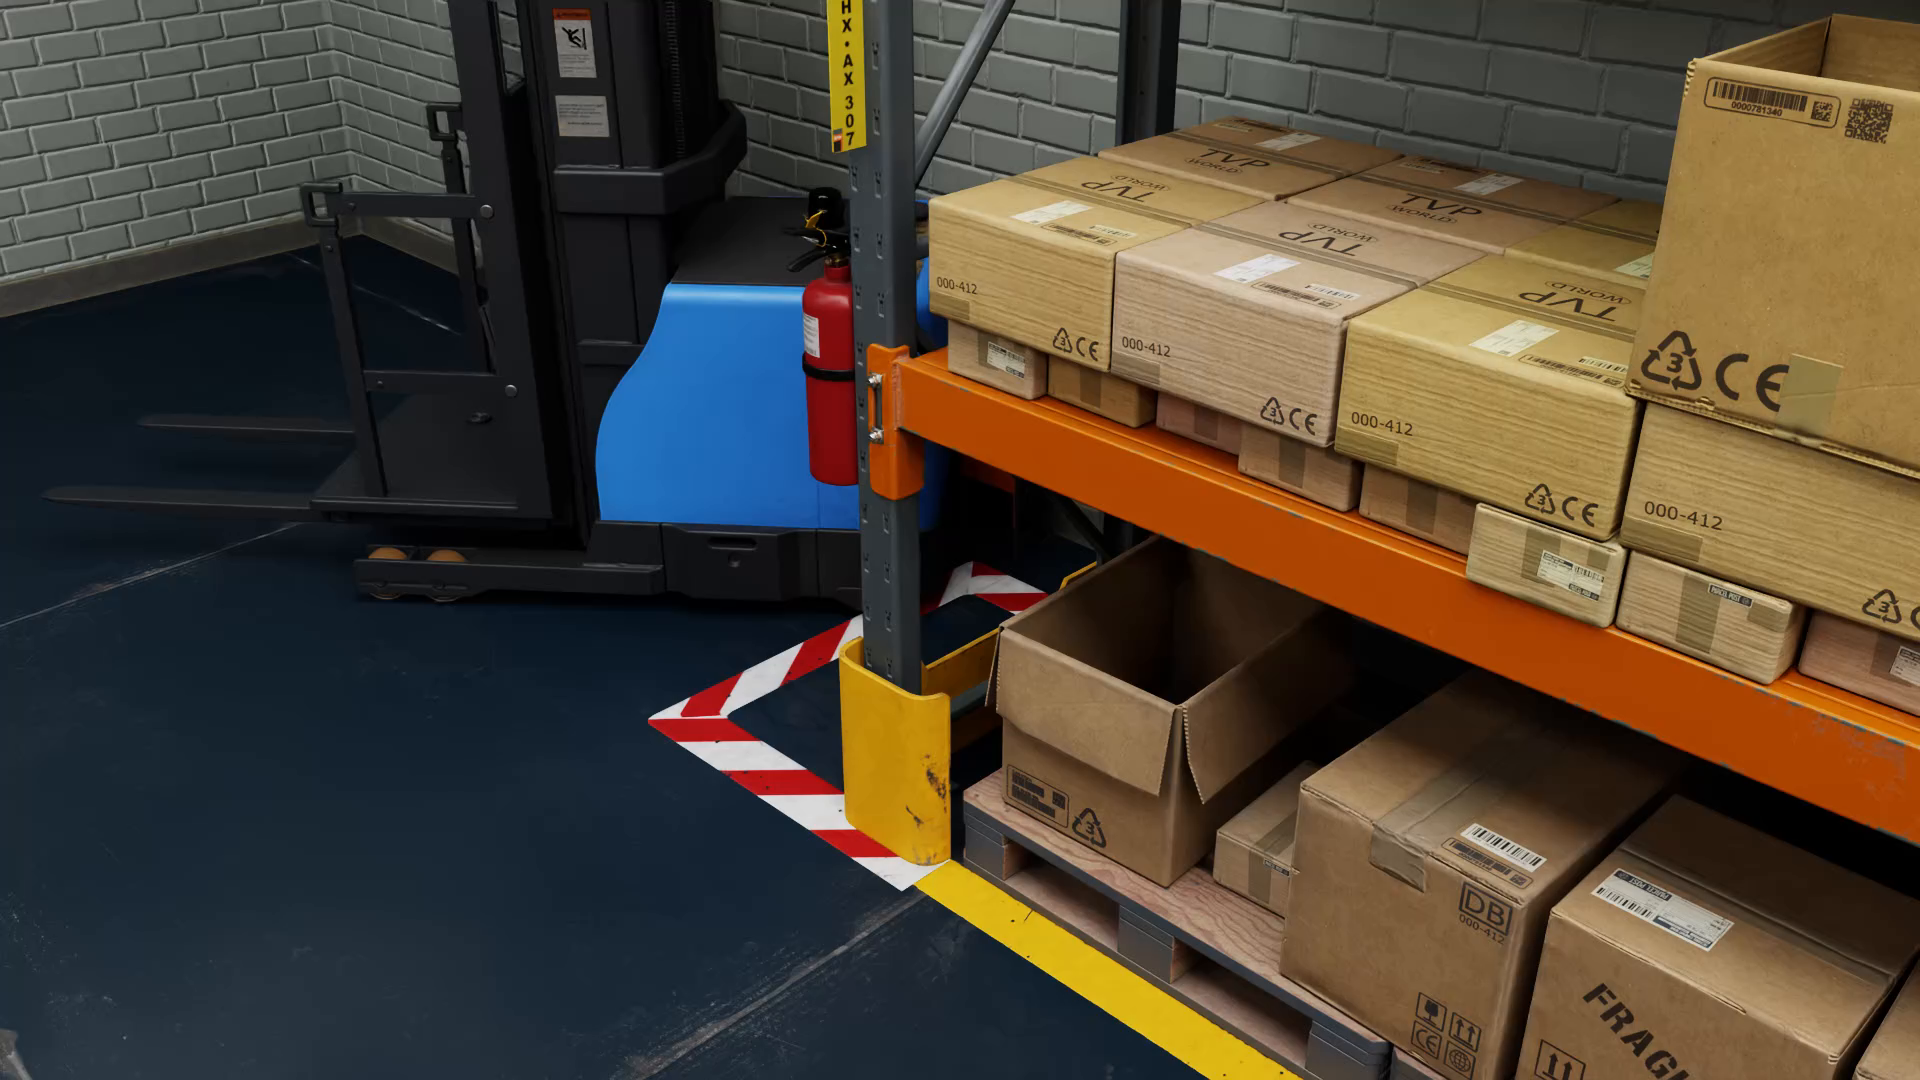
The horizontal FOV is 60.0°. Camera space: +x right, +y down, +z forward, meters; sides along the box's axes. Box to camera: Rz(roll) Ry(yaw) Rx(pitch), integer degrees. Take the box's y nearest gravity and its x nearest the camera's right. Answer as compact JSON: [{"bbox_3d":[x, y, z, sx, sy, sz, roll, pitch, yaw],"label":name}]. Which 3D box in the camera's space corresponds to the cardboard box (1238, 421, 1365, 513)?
[{"bbox_3d":[0.754,-0.214,3.204,0.380,0.149,0.250,-24,36,-38],"label":"cardboard box"}]

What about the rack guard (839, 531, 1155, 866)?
[{"bbox_3d":[0.203,0.363,4.523,0.348,0.500,1.175,25,36,38],"label":"rack guard"}]

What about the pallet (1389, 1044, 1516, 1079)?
[{"bbox_3d":[1.638,1.149,3.339,1.213,0.211,1.003,25,36,38],"label":"pallet"}]

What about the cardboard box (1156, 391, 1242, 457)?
[{"bbox_3d":[0.617,-0.317,3.400,0.250,0.149,0.380,24,36,38],"label":"cardboard box"}]

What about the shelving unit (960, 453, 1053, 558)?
[{"bbox_3d":[0.160,-0.478,5.531,0.252,1.050,0.215,23,35,36],"label":"shelving unit"}]

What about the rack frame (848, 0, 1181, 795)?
[{"bbox_3d":[0.149,-0.768,3.988,0.127,3.000,1.000,25,36,38],"label":"rack frame"}]

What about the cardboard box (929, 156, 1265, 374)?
[{"bbox_3d":[0.284,-0.596,3.502,0.500,0.250,0.500,25,37,39],"label":"cardboard box"}]

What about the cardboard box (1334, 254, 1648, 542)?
[{"bbox_3d":[1.007,-0.267,2.877,0.500,0.250,0.500,24,36,37],"label":"cardboard box"}]

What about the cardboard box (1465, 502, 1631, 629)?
[{"bbox_3d":[1.075,-0.022,2.839,0.250,0.149,0.380,23,36,37],"label":"cardboard box"}]

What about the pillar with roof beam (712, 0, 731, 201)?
[{"bbox_3d":[-4.160,-3.174,2.117,0.400,9.000,9.100,25,36,38],"label":"pillar with roof beam"}]

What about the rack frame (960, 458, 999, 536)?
[{"bbox_3d":[0.069,-0.516,5.603,0.008,1.050,0.200,23,35,36],"label":"rack frame"}]

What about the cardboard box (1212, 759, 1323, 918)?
[{"bbox_3d":[0.794,0.690,3.826,0.250,0.149,0.380,23,35,37],"label":"cardboard box"}]

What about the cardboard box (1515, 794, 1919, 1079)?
[{"bbox_3d":[1.408,0.881,3.087,0.500,0.500,0.500,-24,36,-38],"label":"cardboard box"}]

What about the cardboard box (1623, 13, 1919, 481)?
[{"bbox_3d":[1.353,-0.439,2.397,0.500,0.500,0.500,-24,36,-38],"label":"cardboard box"}]

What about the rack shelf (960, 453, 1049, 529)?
[{"bbox_3d":[0.160,-0.223,5.665,0.240,0.259,0.215,23,35,36],"label":"rack shelf"}]

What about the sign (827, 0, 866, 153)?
[{"bbox_3d":[-0.231,-0.971,3.444,0.005,0.325,0.100,25,36,38],"label":"sign"}]

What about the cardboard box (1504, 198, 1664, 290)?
[{"bbox_3d":[1.380,-0.440,3.205,0.500,0.250,0.500,-24,36,-38],"label":"cardboard box"}]

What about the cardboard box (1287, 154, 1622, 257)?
[{"bbox_3d":[1.030,-0.603,3.515,0.500,0.250,0.500,25,36,39],"label":"cardboard box"}]

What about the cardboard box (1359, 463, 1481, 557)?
[{"bbox_3d":[0.947,-0.129,3.043,0.380,0.149,0.250,-25,36,-38],"label":"cardboard box"}]

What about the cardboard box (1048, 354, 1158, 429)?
[{"bbox_3d":[0.405,-0.391,3.541,0.380,0.149,0.250,-24,36,-38],"label":"cardboard box"}]

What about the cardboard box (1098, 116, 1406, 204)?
[{"bbox_3d":[0.663,-0.772,3.836,0.500,0.250,0.500,-24,36,-38],"label":"cardboard box"}]

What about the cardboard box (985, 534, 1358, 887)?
[{"bbox_3d":[0.519,0.382,4.032,0.637,0.503,0.797,23,35,37],"label":"cardboard box"}]

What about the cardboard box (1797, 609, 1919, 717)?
[{"bbox_3d":[1.509,0.118,2.572,0.250,0.149,0.380,24,36,38],"label":"cardboard box"}]

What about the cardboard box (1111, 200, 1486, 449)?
[{"bbox_3d":[0.643,-0.432,3.189,0.500,0.250,0.500,-25,37,-39],"label":"cardboard box"}]

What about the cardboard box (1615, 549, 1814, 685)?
[{"bbox_3d":[1.277,0.057,2.688,0.380,0.149,0.250,-24,36,-38],"label":"cardboard box"}]

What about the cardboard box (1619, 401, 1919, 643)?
[{"bbox_3d":[1.387,-0.108,2.573,0.500,0.250,0.500,23,36,37],"label":"cardboard box"}]

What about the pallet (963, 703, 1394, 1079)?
[{"bbox_3d":[0.772,0.751,4.096,1.213,0.211,1.003,25,36,38],"label":"pallet"}]

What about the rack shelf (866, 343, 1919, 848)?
[{"bbox_3d":[1.575,0.203,2.914,4.000,0.370,1.077,25,36,38],"label":"rack shelf"}]

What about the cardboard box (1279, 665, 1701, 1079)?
[{"bbox_3d":[1.101,0.675,3.478,0.700,0.500,0.500,-24,36,-37],"label":"cardboard box"}]

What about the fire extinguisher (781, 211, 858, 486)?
[{"bbox_3d":[-0.280,-0.464,3.892,0.183,0.674,0.296,25,36,38],"label":"fire extinguisher"}]

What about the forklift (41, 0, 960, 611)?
[{"bbox_3d":[-1.531,-1.338,5.146,3.031,2.935,1.130,2,28,4],"label":"forklift"}]

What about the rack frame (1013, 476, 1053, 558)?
[{"bbox_3d":[0.251,-0.440,5.459,0.008,1.050,0.200,23,35,36],"label":"rack frame"}]

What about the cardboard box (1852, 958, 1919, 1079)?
[{"bbox_3d":[1.841,1.014,2.834,0.500,0.500,0.700,23,35,37],"label":"cardboard box"}]

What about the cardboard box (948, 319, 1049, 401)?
[{"bbox_3d":[0.191,-0.459,3.669,0.250,0.149,0.380,24,36,38],"label":"cardboard box"}]
